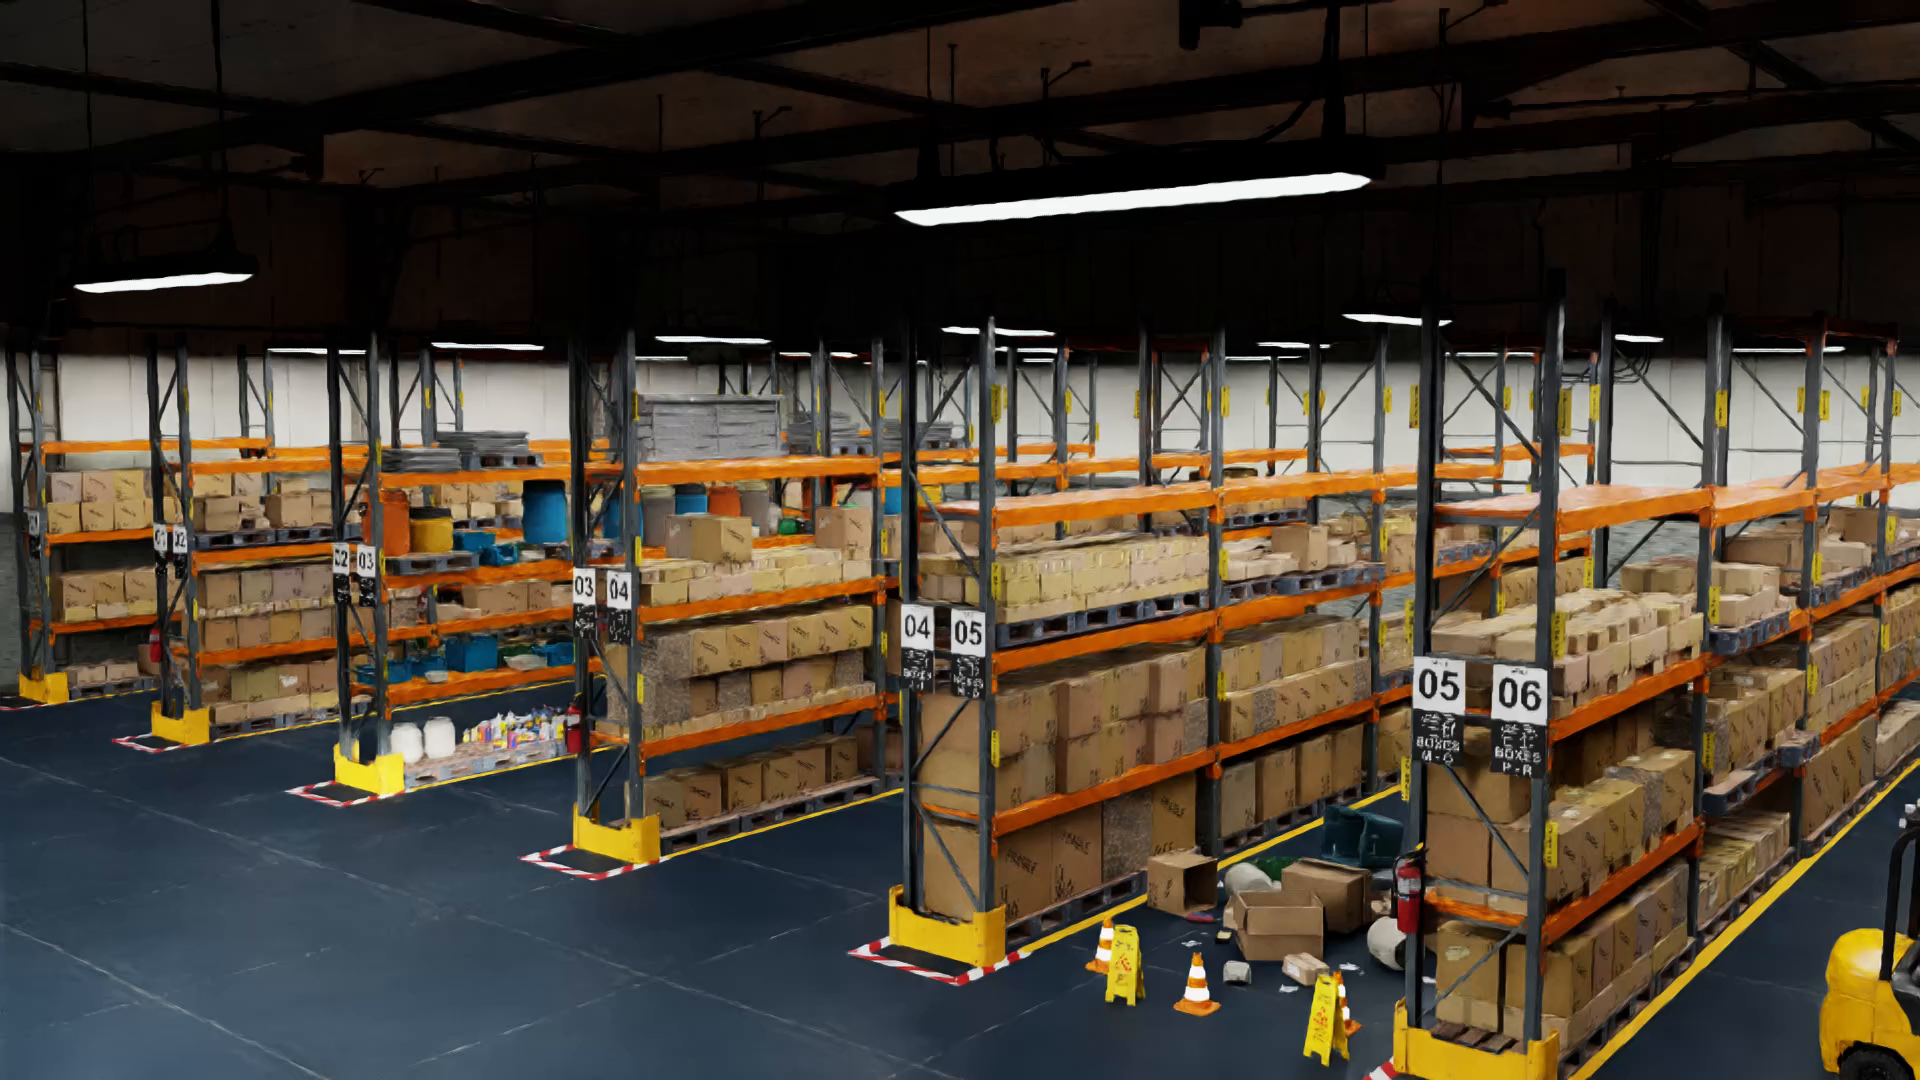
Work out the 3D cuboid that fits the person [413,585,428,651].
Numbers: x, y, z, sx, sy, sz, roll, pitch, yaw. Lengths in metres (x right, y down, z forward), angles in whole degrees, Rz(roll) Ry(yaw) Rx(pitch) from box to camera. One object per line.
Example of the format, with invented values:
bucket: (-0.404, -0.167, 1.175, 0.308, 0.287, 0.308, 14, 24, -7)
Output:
person: (-9.565, 1.637, 29.676, 0.677, 1.741, 0.552, 4, 6, 37)
